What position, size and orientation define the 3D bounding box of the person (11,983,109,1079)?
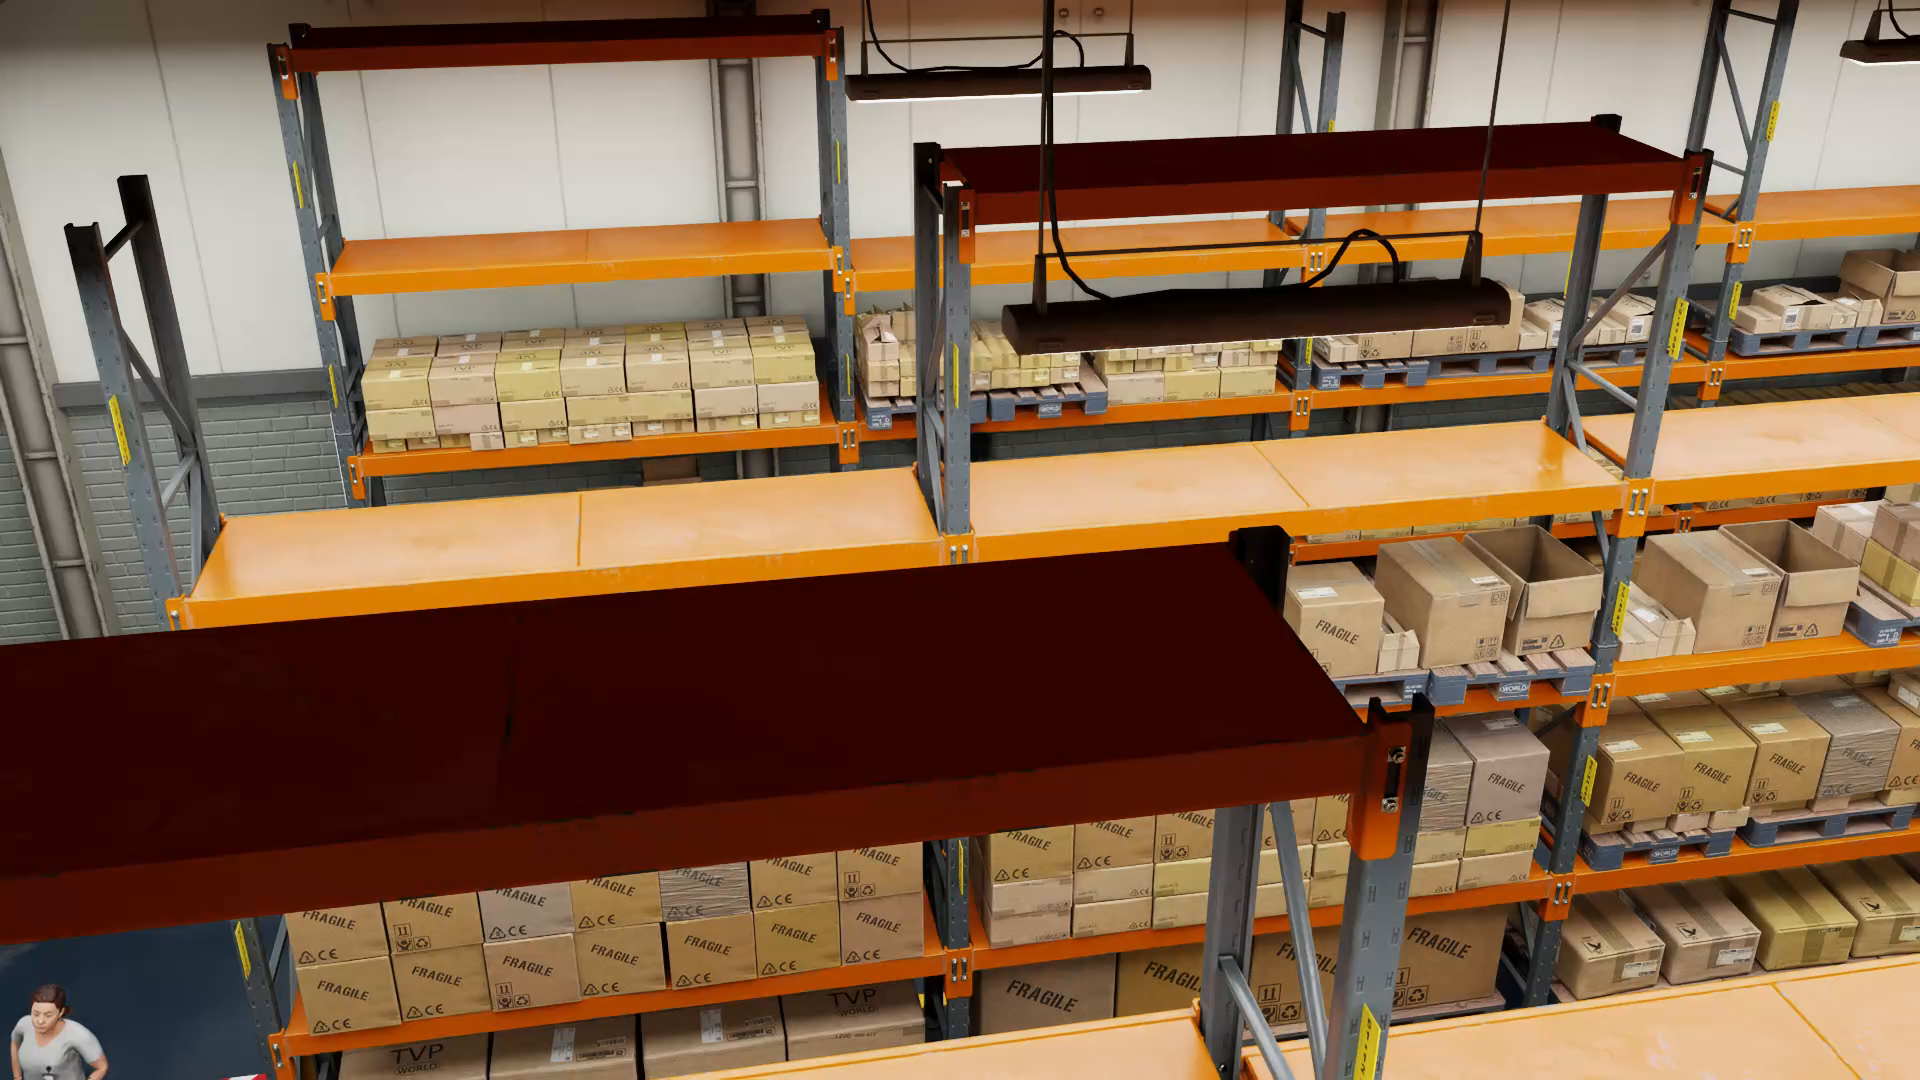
[{"bbox_3d":[-5.254,3.257,9.741,0.619,1.595,0.534,5,26,9],"label":"person"}]
